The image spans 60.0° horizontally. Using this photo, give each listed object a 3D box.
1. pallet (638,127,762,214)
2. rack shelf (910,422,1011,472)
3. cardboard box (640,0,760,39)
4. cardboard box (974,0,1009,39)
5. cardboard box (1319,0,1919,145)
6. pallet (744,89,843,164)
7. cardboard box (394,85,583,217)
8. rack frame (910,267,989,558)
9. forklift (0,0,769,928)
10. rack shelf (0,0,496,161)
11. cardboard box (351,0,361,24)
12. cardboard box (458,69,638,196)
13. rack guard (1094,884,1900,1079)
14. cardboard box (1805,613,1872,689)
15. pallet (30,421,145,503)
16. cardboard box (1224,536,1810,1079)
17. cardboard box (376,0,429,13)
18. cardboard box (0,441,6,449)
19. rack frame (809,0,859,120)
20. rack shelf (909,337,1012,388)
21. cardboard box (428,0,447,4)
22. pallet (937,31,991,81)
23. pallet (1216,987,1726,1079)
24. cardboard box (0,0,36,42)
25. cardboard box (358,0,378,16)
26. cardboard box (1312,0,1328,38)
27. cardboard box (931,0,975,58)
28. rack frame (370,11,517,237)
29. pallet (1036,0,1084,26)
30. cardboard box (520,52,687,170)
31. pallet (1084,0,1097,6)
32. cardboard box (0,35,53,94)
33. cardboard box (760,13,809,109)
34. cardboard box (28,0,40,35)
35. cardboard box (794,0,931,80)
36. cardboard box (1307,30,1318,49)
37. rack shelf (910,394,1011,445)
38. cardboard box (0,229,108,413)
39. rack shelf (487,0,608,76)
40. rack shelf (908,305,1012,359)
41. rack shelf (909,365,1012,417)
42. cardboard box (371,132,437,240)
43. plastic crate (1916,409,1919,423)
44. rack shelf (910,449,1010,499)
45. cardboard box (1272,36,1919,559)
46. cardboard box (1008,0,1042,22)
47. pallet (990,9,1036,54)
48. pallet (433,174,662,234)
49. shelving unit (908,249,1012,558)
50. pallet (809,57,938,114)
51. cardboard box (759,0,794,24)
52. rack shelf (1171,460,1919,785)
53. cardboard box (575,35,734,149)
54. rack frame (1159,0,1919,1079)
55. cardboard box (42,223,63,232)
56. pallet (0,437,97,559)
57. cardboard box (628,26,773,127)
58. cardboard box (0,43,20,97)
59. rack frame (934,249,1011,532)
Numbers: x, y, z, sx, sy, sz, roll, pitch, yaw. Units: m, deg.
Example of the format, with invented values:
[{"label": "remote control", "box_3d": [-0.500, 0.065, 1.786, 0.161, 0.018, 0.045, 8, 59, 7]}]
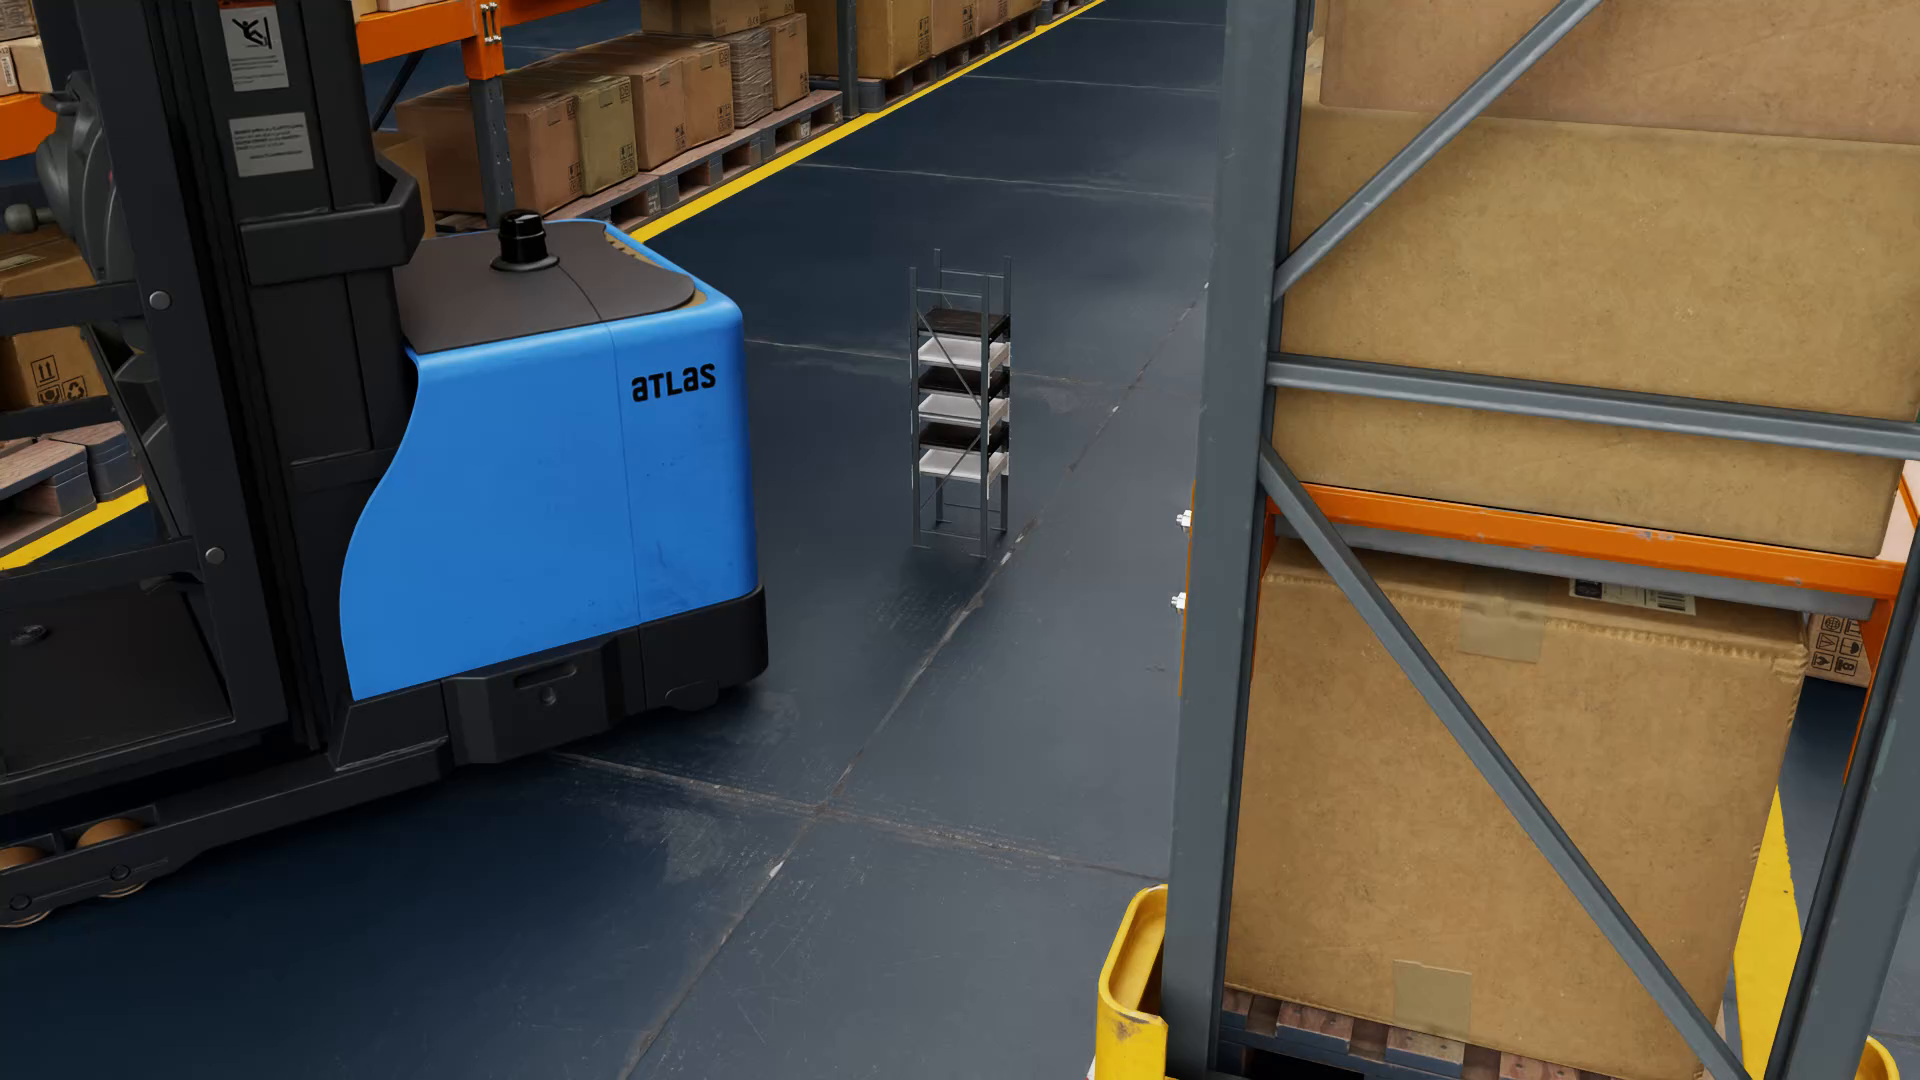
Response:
[{"label": "pallet", "box_3d": [-1.832, -2.141, 9.429, 1.003, 0.211, 1.213, 9, 27, 17]}, {"label": "rack shelf", "box_3d": [0.003, -0.297, 5.115, 0.258, 0.077, 0.200, 9, 27, 17]}, {"label": "cardboard box", "box_3d": [-1.525, -3.128, 9.771, 0.500, 0.250, 0.500, 12, 28, 23]}, {"label": "cardboard box", "box_3d": [-0.323, -4.460, 12.975, 1.225, 0.875, 0.875, 8, 27, 16]}, {"label": "cardboard box", "box_3d": [0.978, -0.868, 2.190, 0.875, 0.550, 0.550, 9, 27, 17]}, {"label": "pallet", "box_3d": [-1.424, -2.640, 10.461, 1.003, 0.211, 1.213, 9, 27, 17]}, {"label": "cardboard box", "box_3d": [-2.270, -1.895, 8.085, 0.700, 0.500, 0.500, 7, 27, 13]}, {"label": "rack frame", "box_3d": [-0.031, -0.367, 4.974, 0.240, 0.900, 0.006, 9, 27, 17]}, {"label": "forklift", "box_3d": [-2.031, -0.757, 3.451, 3.031, 2.935, 1.130, -15, 30, -28]}, {"label": "rack shelf", "box_3d": [-3.160, -1.427, 5.580, 1.077, 0.370, 4.000, 9, 27, 17]}, {"label": "cardboard box", "box_3d": [-2.499, -2.014, 6.256, 0.380, 0.149, 0.250, 9, 27, 17]}, {"label": "cardboard box", "box_3d": [-2.093, -2.088, 8.484, 0.700, 0.500, 0.500, 9, 27, 17]}, {"label": "rack guard", "box_3d": [0.810, 0.967, 2.679, 1.175, 0.500, 0.348, 9, 27, 17]}, {"label": "cardboard box", "box_3d": [2.601, 0.099, 4.469, 0.500, 0.500, 0.500, 14, 29, 26]}, {"label": "pallet", "box_3d": [-3.089, -0.533, 6.109, 1.003, 0.211, 1.213, 9, 27, 17]}, {"label": "cardboard box", "box_3d": [0.982, 0.311, 3.122, 0.875, 0.875, 0.875, 9, 27, 18]}, {"label": "cardboard box", "box_3d": [-2.381, -2.227, 6.696, 0.380, 0.149, 0.250, 9, 27, 17]}, {"label": "cardboard box", "box_3d": [-3.435, -0.498, 5.222, 0.500, 0.500, 0.500, 17, 30, 31]}, {"label": "rack frame", "box_3d": [-1.163, -4.216, 10.516, 1.000, 3.000, 0.127, 9, 27, 17]}, {"label": "rack shelf", "box_3d": [0.003, -0.540, 4.997, 0.258, 0.077, 0.200, 9, 27, 17]}, {"label": "cardboard box", "box_3d": [-2.288, -2.328, 6.905, 0.380, 0.149, 0.250, 9, 27, 17]}, {"label": "pallet", "box_3d": [-0.422, -3.774, 12.802, 1.003, 0.211, 1.213, 9, 27, 17]}, {"label": "pallet", "box_3d": [1.011, 0.747, 3.465, 1.003, 0.211, 1.213, 9, 27, 17]}, {"label": "cardboard box", "box_3d": [-3.356, -1.752, 4.970, 0.875, 0.500, 0.500, 9, 27, 17]}, {"label": "cardboard box", "box_3d": [-2.520, -2.133, 6.502, 0.380, 0.149, 0.250, 9, 27, 17]}, {"label": "cardboard box", "box_3d": [1.074, -1.108, 2.685, 0.875, 0.550, 0.550, 9, 27, 17]}, {"label": "cardboard box", "box_3d": [-0.610, -4.095, 12.221, 1.225, 0.875, 0.875, 9, 27, 18]}, {"label": "rack frame", "box_3d": [-2.494, -2.573, 7.121, 1.000, 3.000, 0.127, 9, 27, 17]}, {"label": "pallet", "box_3d": [0.495, -4.906, 15.141, 1.003, 0.211, 1.213, 9, 27, 17]}, {"label": "cardboard box", "box_3d": [-1.907, -2.318, 8.959, 0.700, 0.500, 0.500, 6, 27, 13]}, {"label": "pallet", "box_3d": [0.899, -5.409, 16.180, 1.003, 0.211, 1.213, 9, 27, 17]}, {"label": "cardboard box", "box_3d": [-2.915, -1.501, 5.195, 0.380, 0.149, 0.250, 9, 27, 17]}, {"label": "cardboard box", "box_3d": [-1.367, -3.011, 10.390, 0.700, 0.500, 0.500, 7, 27, 15]}, {"label": "cardboard box", "box_3d": [-3.179, -1.956, 5.391, 0.875, 0.500, 0.500, 9, 27, 17]}, {"label": "cardboard box", "box_3d": [-0.914, -3.730, 11.467, 1.225, 0.875, 0.875, 7, 27, 15]}, {"label": "cardboard box", "box_3d": [1.062, -0.624, 2.924, 0.875, 0.550, 0.550, 9, 27, 17]}, {"label": "rack shelf", "box_3d": [0.003, -0.378, 5.075, 0.258, 0.077, 0.200, 9, 27, 17]}, {"label": "cardboard box", "box_3d": [-3.209, -0.752, 5.748, 0.500, 0.500, 0.500, 11, 28, 22]}, {"label": "rack shelf", "box_3d": [-1.829, -3.071, 8.975, 1.077, 0.370, 4.000, 9, 27, 17]}, {"label": "rack shelf", "box_3d": [0.003, -0.621, 4.958, 0.258, 0.077, 0.200, 9, 27, 17]}, {"label": "rack shelf", "box_3d": [0.003, -0.459, 5.036, 0.258, 0.077, 0.200, 9, 27, 17]}, {"label": "cardboard box", "box_3d": [-2.665, -1.478, 7.247, 0.500, 0.500, 0.500, 8, 27, 16]}, {"label": "plastic crate", "box_3d": [3.327, -0.311, 5.610, 0.662, 0.188, 0.450, -20, 23, -36]}, {"label": "rack shelf", "box_3d": [0.003, -0.216, 5.154, 0.258, 0.077, 0.200, 9, 27, 17]}, {"label": "cardboard box", "box_3d": [0.899, -0.394, 2.451, 0.875, 0.550, 0.550, 9, 27, 17]}, {"label": "cardboard box", "box_3d": [-0.026, -4.827, 13.733, 1.225, 0.875, 0.875, 9, 27, 18]}, {"label": "pallet", "box_3d": [-0.018, -4.277, 13.841, 1.003, 0.211, 1.213, 9, 27, 17]}, {"label": "pallet", "box_3d": [-2.236, -1.638, 8.390, 1.003, 0.211, 1.213, 9, 27, 17]}, {"label": "shelving unit", "box_3d": [0.003, -0.408, 5.061, 0.258, 0.900, 0.210, 9, 27, 17]}, {"label": "pallet", "box_3d": [-0.830, -3.274, 11.770, 1.003, 0.211, 1.213, 9, 27, 17]}, {"label": "cardboard box", "box_3d": [-1.358, -3.347, 10.224, 0.500, 0.250, 0.500, 10, 28, 20]}, {"label": "rack shelf", "box_3d": [1.484, -0.666, 4.009, 1.077, 0.370, 4.000, 9, 27, 17]}, {"label": "cardboard box", "box_3d": [-1.722, -2.547, 9.432, 0.700, 0.500, 0.500, 11, 28, 22]}, {"label": "rack frame", "box_3d": [0.815, -0.168, 2.156, 0.949, 2.616, 0.053, 9, 27, 17]}, {"label": "cardboard box", "box_3d": [-2.981, -0.975, 6.208, 0.500, 0.500, 0.500, 6, 27, 13]}, {"label": "pallet", "box_3d": [-3.496, -0.034, 5.077, 1.003, 0.211, 1.213, 9, 27, 17]}, {"label": "cardboard box", "box_3d": [-1.540, -2.781, 9.916, 0.700, 0.500, 0.500, 6, 27, 13]}, {"label": "cardboard box", "box_3d": [-3.096, -1.413, 5.014, 0.380, 0.149, 0.250, 9, 27, 17]}, {"label": "rack frame", "box_3d": [0.037, -0.450, 5.147, 0.240, 0.900, 0.006, 9, 27, 17]}]
